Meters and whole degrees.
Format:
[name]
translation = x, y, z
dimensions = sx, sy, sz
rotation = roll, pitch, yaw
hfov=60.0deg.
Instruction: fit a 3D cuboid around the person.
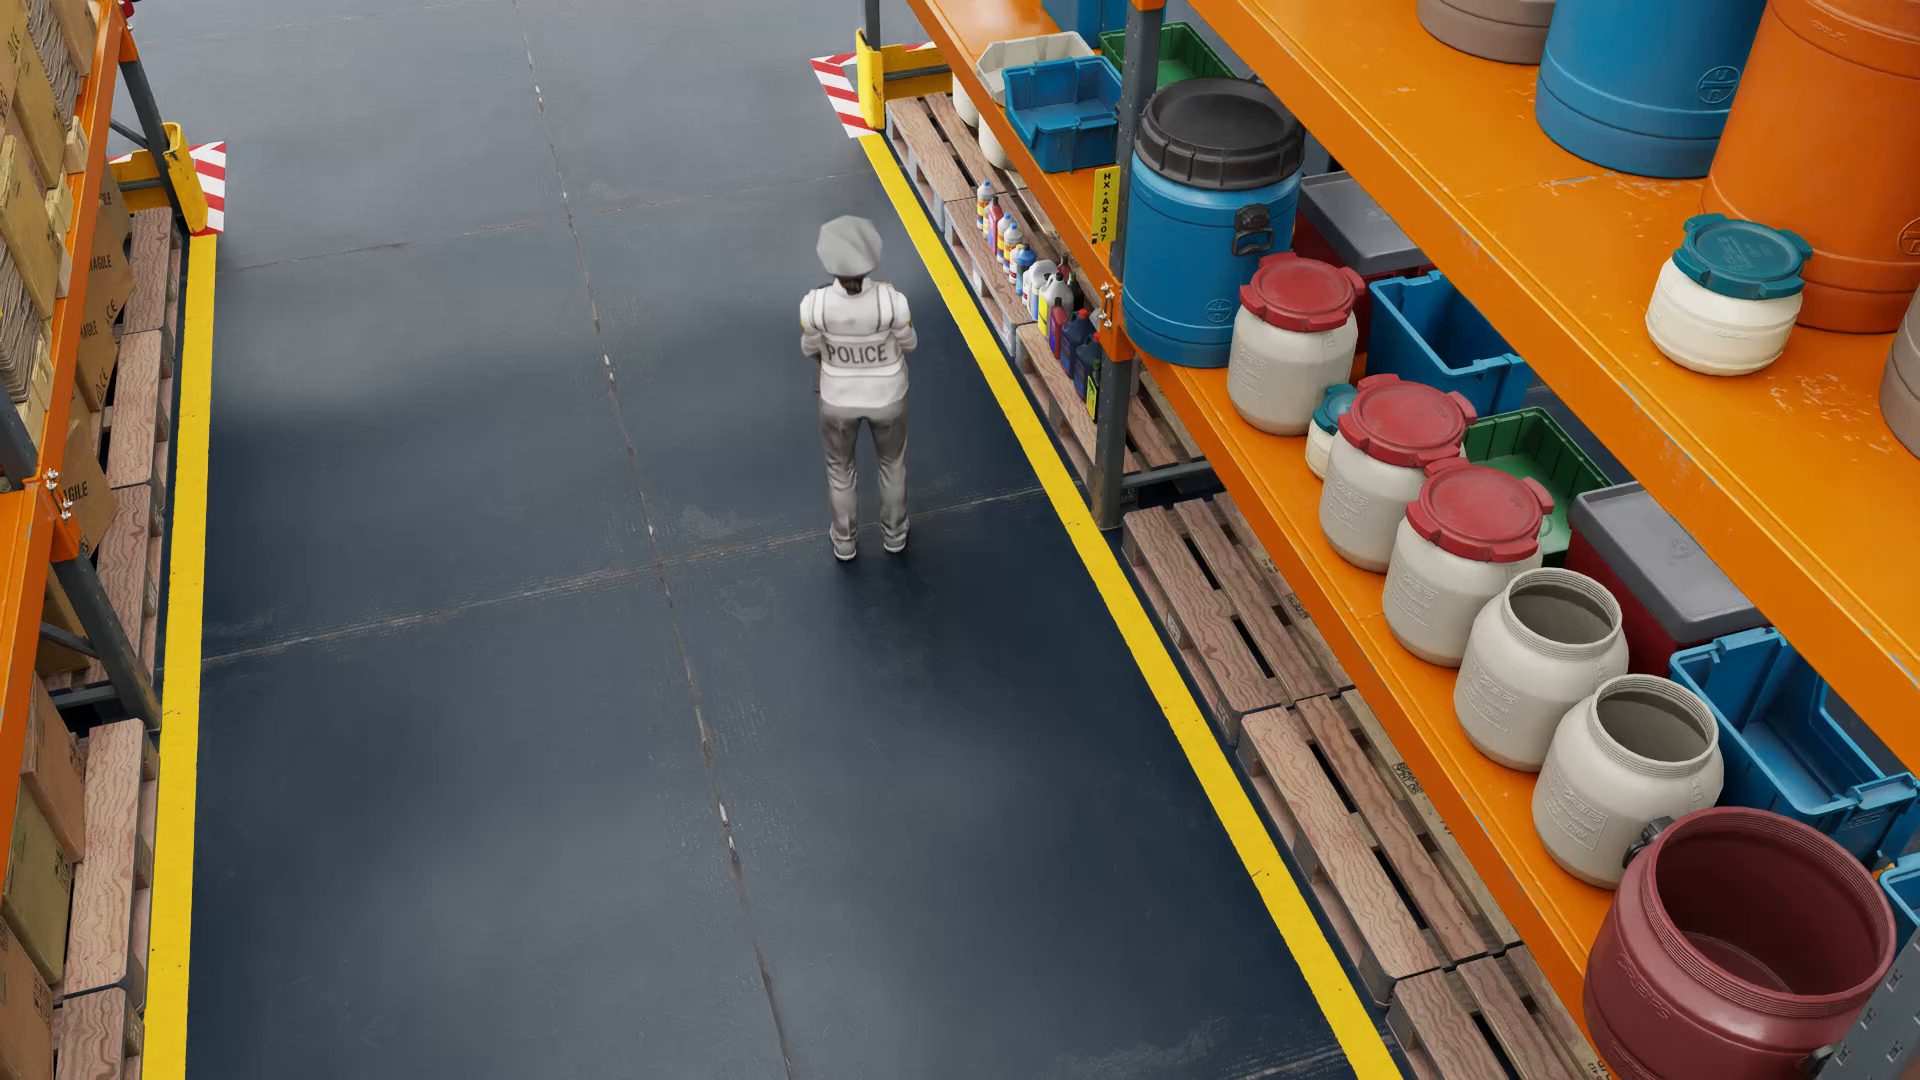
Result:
[person]
translation = -0.406, -0.637, 6.834
dimensions = 0.465, 1.691, 0.554
rotation = -1, 43, -2
